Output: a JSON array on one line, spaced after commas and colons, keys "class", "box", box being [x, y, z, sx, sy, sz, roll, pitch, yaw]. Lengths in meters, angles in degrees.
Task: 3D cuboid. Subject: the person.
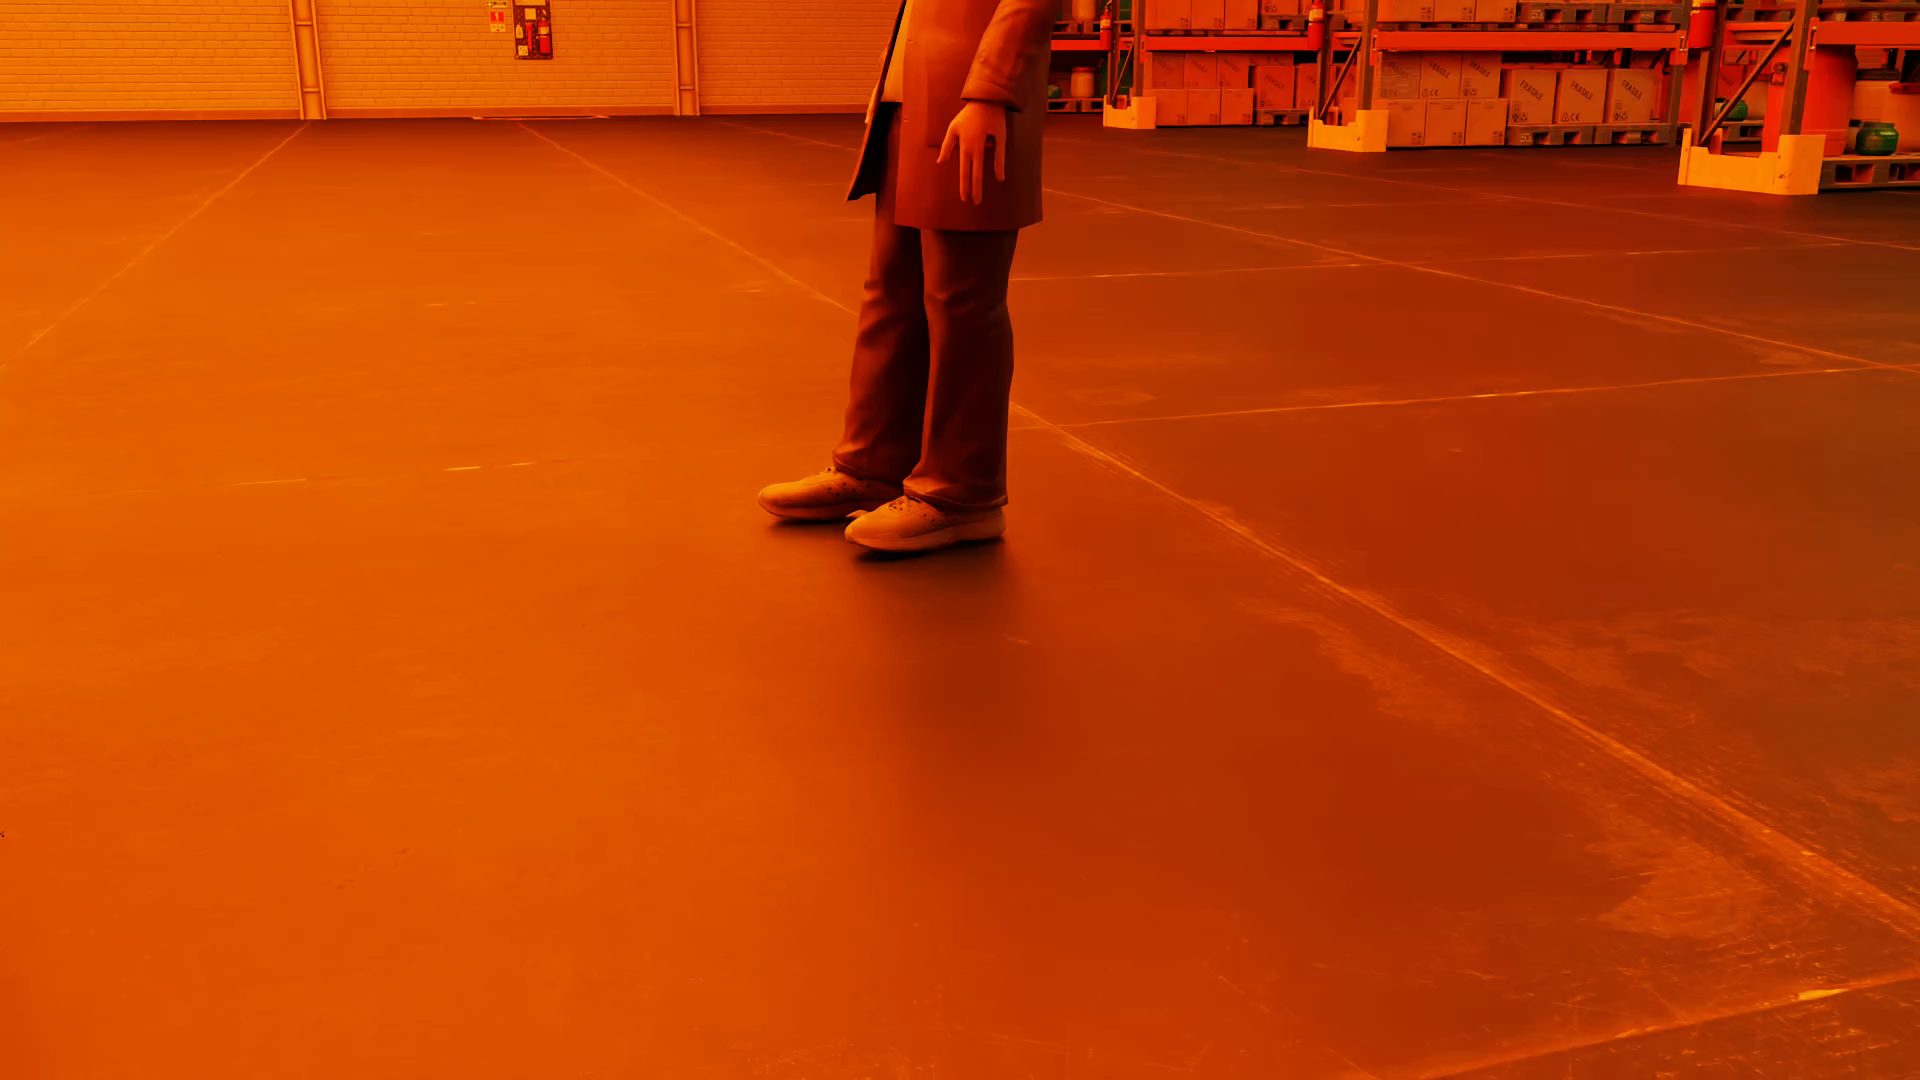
[{"class": "person", "box": [-0.088, -0.854, 3.292, 0.582, 1.776, 0.696, -5, 17, -17]}]
